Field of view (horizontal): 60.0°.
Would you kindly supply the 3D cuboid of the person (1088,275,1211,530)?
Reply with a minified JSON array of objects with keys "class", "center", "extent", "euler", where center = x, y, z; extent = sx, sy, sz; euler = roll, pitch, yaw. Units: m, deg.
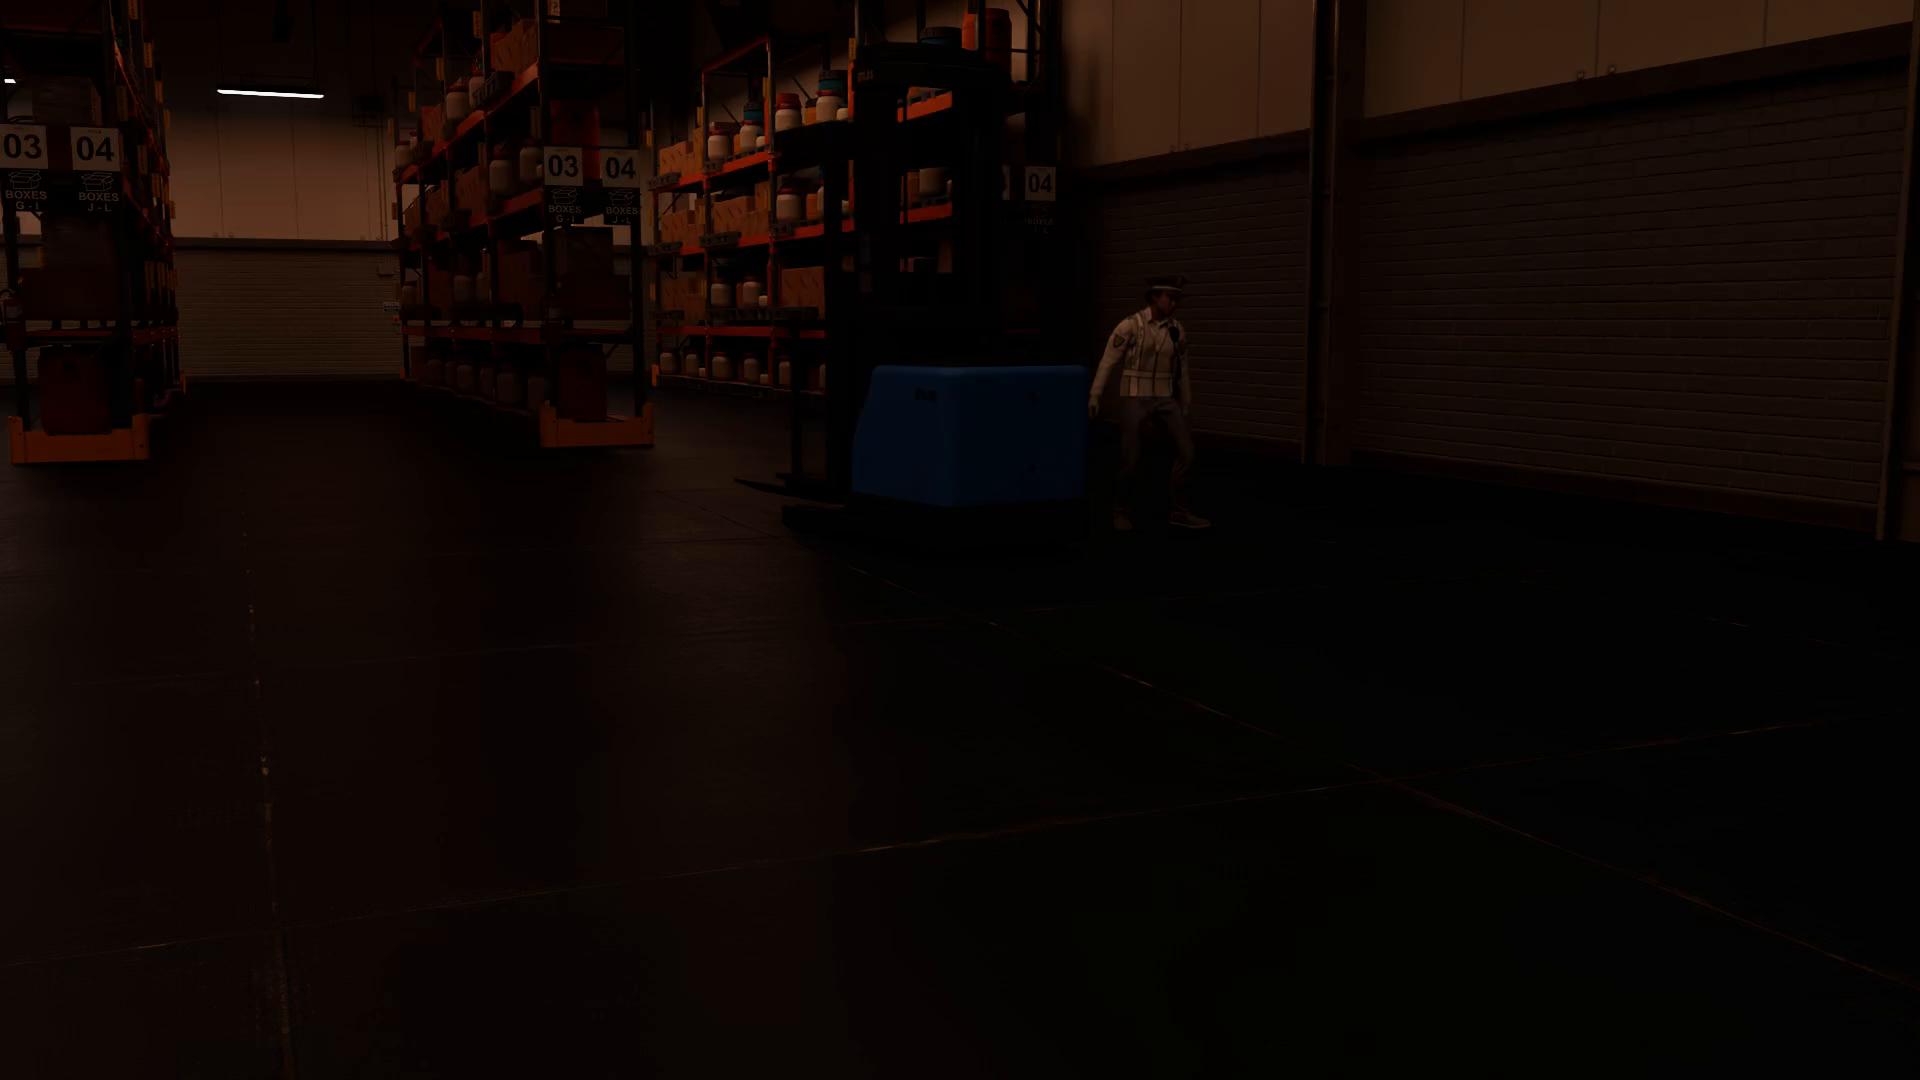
[{"class":"person","center":[1.209,-0.863,10.625],"extent":[0.796,1.642,0.417],"euler":[-2,8,-12]}]

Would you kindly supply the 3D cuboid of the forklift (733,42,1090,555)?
[{"class":"forklift","center":[-0.479,-1.521,10.480],"extent":[1.130,2.935,3.031],"euler":[-5,9,-33]}]
